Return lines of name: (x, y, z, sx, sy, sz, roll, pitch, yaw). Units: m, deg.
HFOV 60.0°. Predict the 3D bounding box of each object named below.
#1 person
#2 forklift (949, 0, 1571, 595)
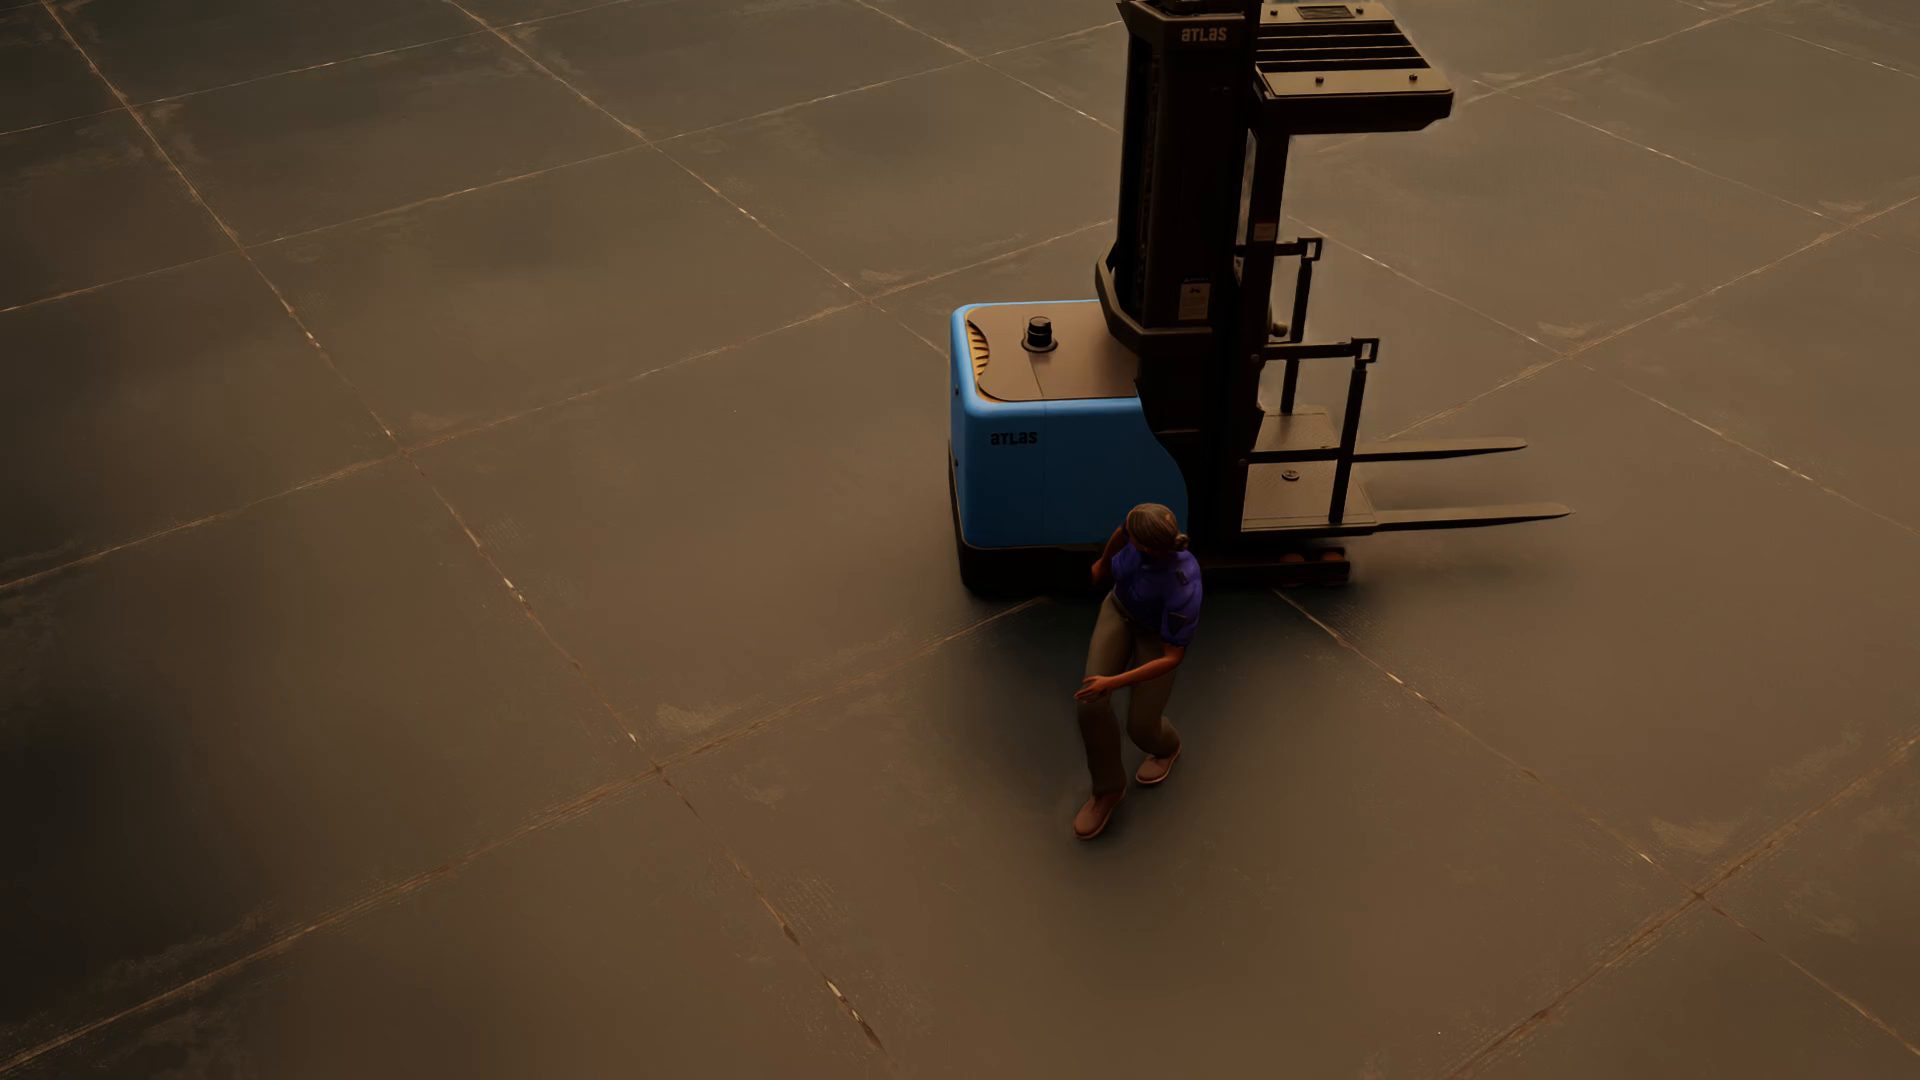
person: (0.616, 0.418, 6.615, 0.684, 1.490, 0.746, 26, 44, 31)
forklift: (1.484, -1.259, 7.647, 3.031, 2.935, 1.130, -3, 37, -4)
